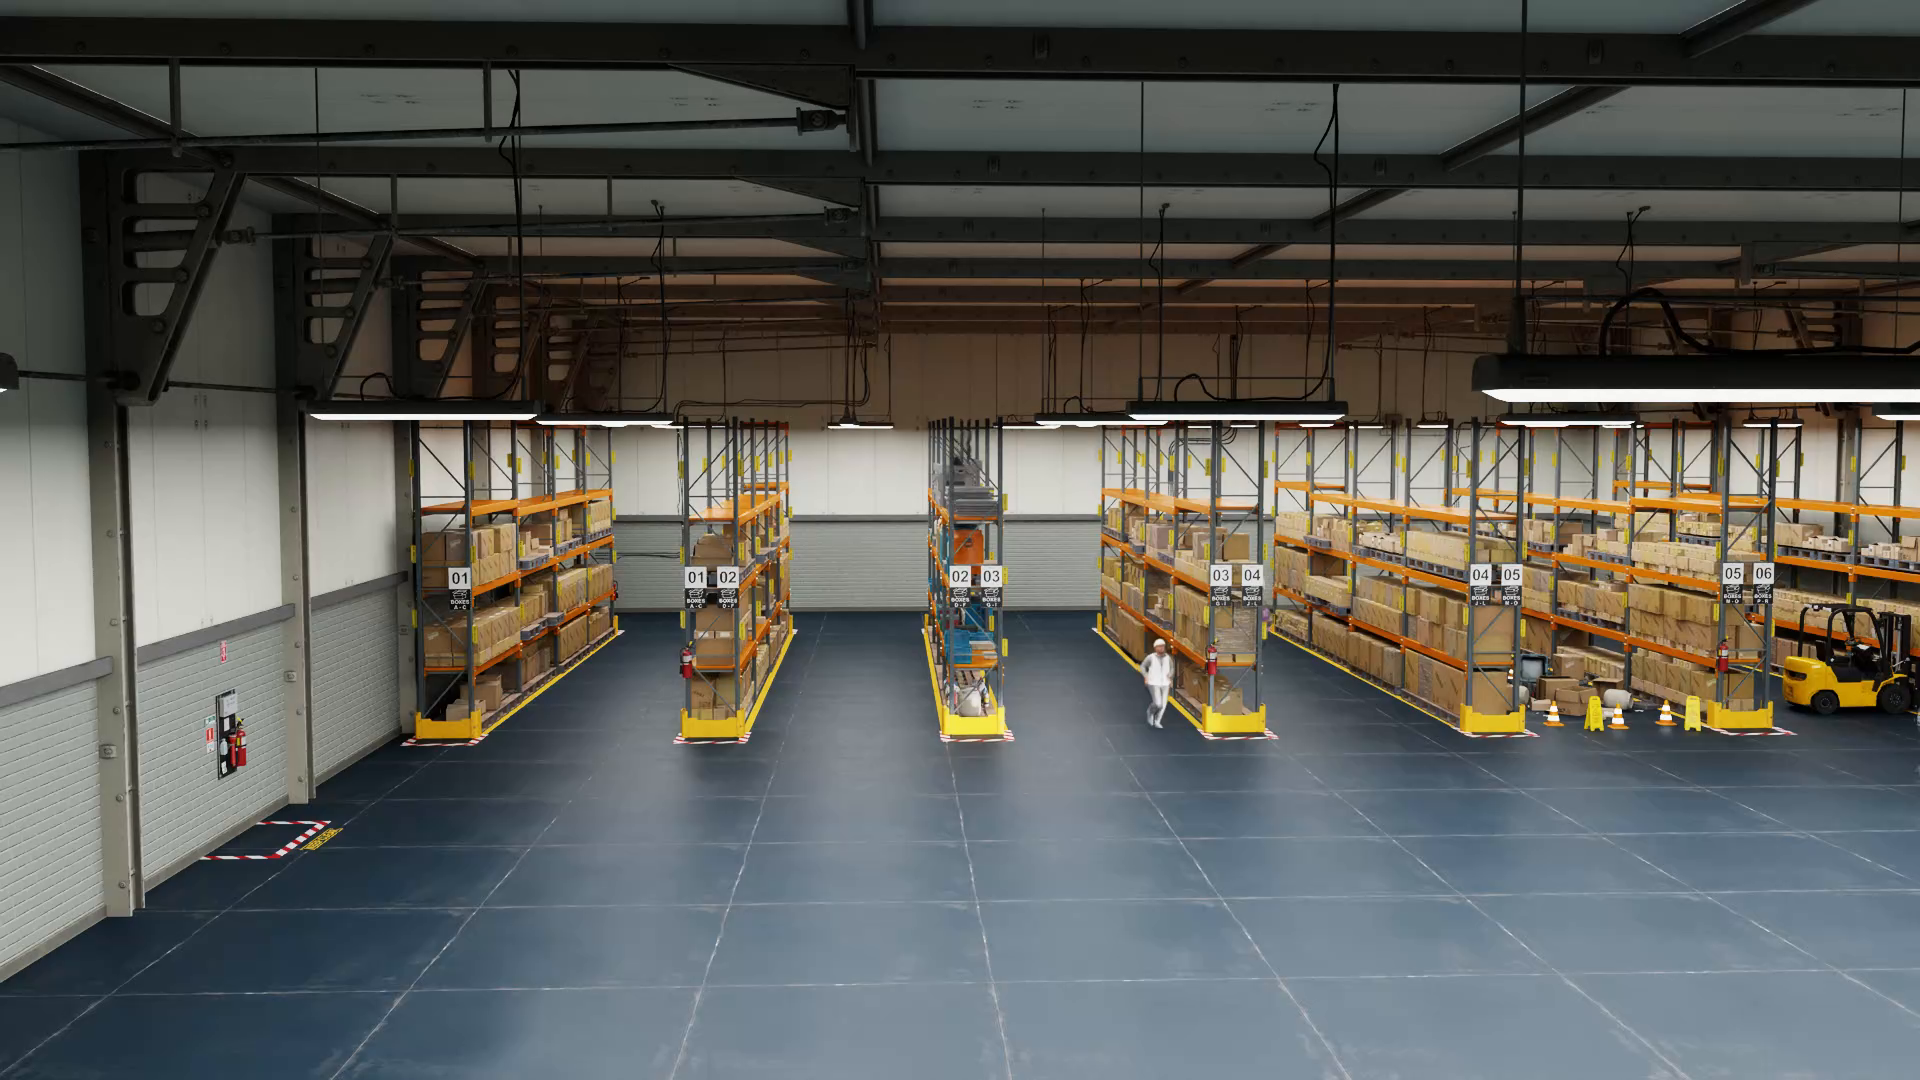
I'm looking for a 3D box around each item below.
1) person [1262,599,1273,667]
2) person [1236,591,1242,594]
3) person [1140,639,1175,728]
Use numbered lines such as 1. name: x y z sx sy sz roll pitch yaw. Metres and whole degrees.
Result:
1. person: 7.402 2.256 40.792 0.512 1.644 0.737 -1 4 -11
2. person: 7.666 1.750 47.552 0.717 1.705 0.925 3 5 41
3. person: 3.831 2.768 31.971 0.642 1.725 0.581 -1 4 -13
